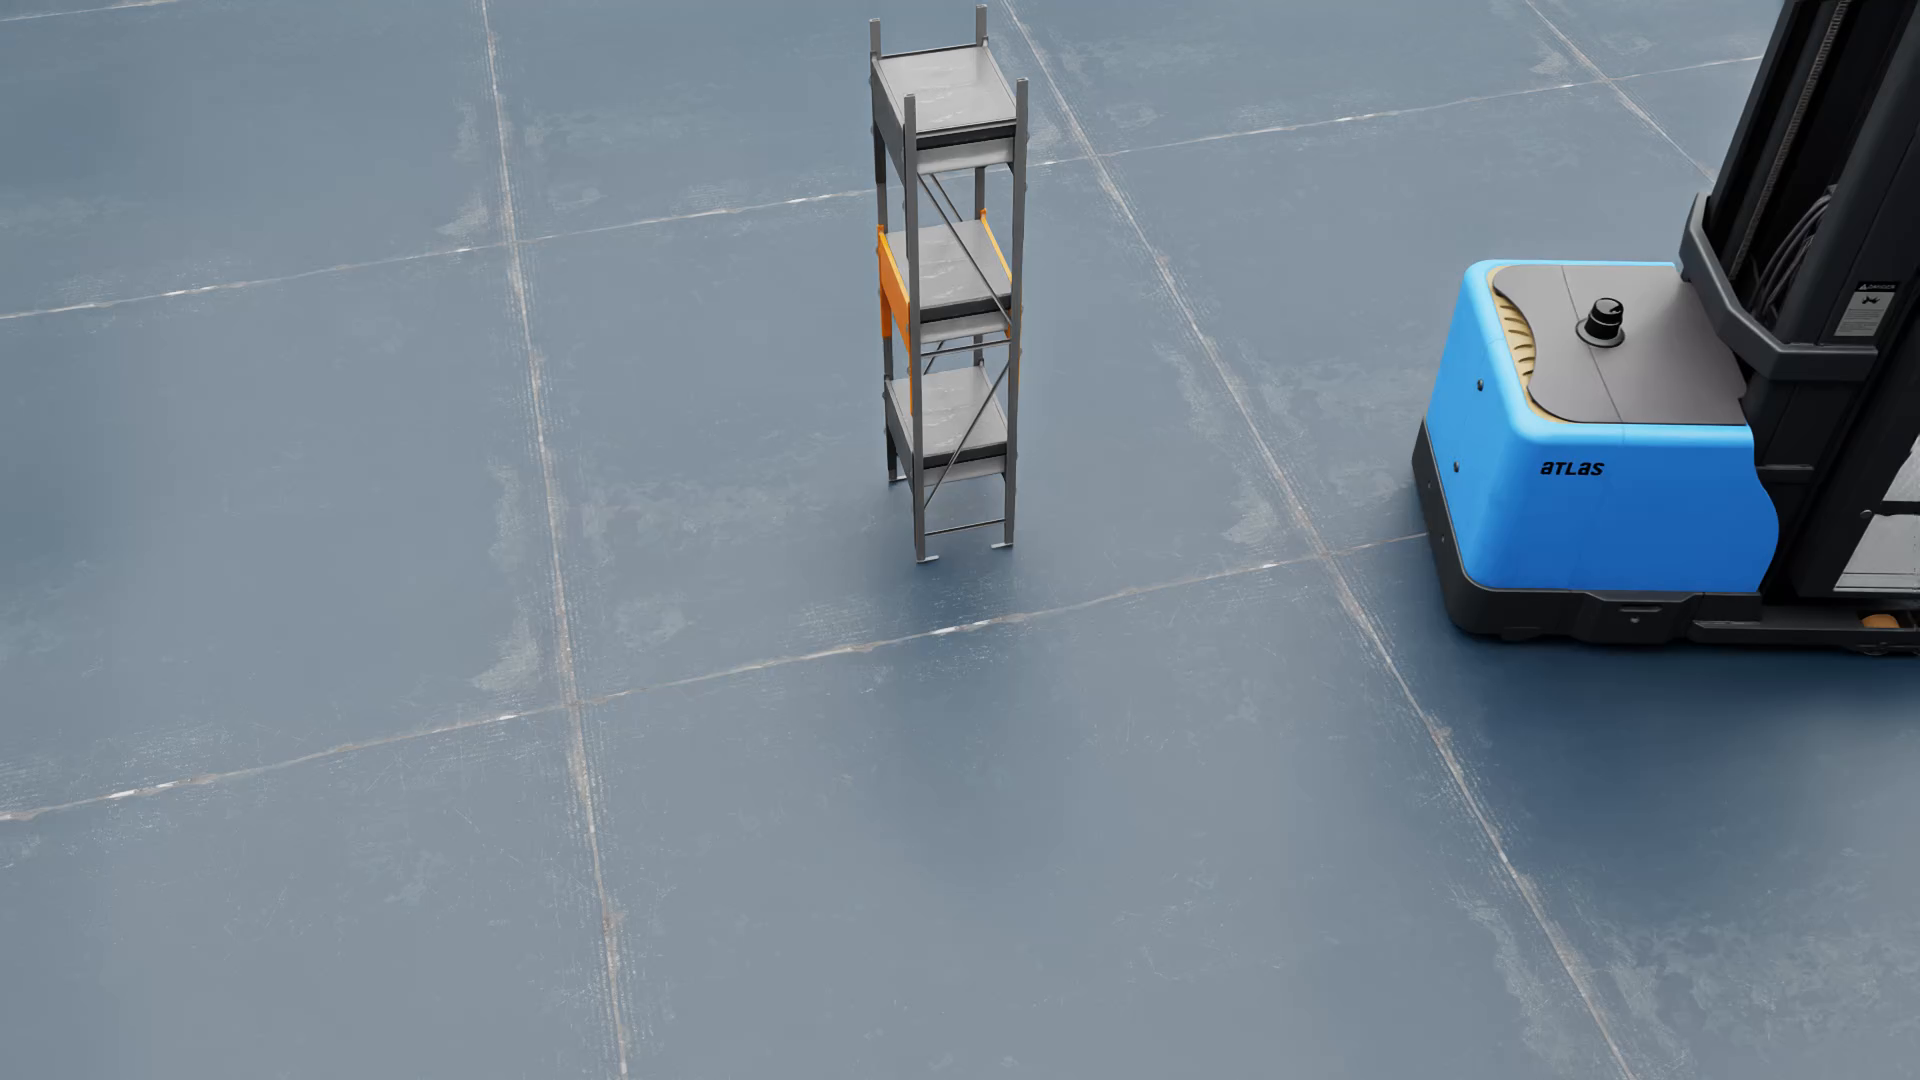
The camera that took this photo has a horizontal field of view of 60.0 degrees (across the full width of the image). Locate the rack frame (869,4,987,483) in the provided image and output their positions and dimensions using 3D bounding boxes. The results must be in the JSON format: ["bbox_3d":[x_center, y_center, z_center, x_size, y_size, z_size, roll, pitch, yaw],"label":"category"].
[{"bbox_3d":[-0.105,-1.018,6.277,0.400,2.100,0.015,-11,47,-10],"label":"rack frame"}]

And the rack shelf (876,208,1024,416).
[{"bbox_3d":[-0.042,-0.840,6.122,0.431,0.518,0.480,-11,47,-10],"label":"rack shelf"}]

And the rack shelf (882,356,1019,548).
[{"bbox_3d":[-0.042,-0.350,6.622,0.431,0.518,0.480,-11,47,-10],"label":"rack shelf"}]

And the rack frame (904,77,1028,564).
[{"bbox_3d":[0.020,-0.681,5.947,0.400,2.100,0.015,-11,47,-10],"label":"rack frame"}]

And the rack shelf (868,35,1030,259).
[{"bbox_3d":[-0.042,-1.330,5.622,0.431,0.518,0.480,-11,47,-10],"label":"rack shelf"}]

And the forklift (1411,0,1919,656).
[{"bbox_3d":[3.396,-0.972,5.650,3.031,2.935,1.130,1,46,1],"label":"forklift"}]

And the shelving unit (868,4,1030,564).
[{"bbox_3d":[-0.042,-0.849,6.112,0.431,2.100,0.503,-11,47,-10],"label":"shelving unit"}]
